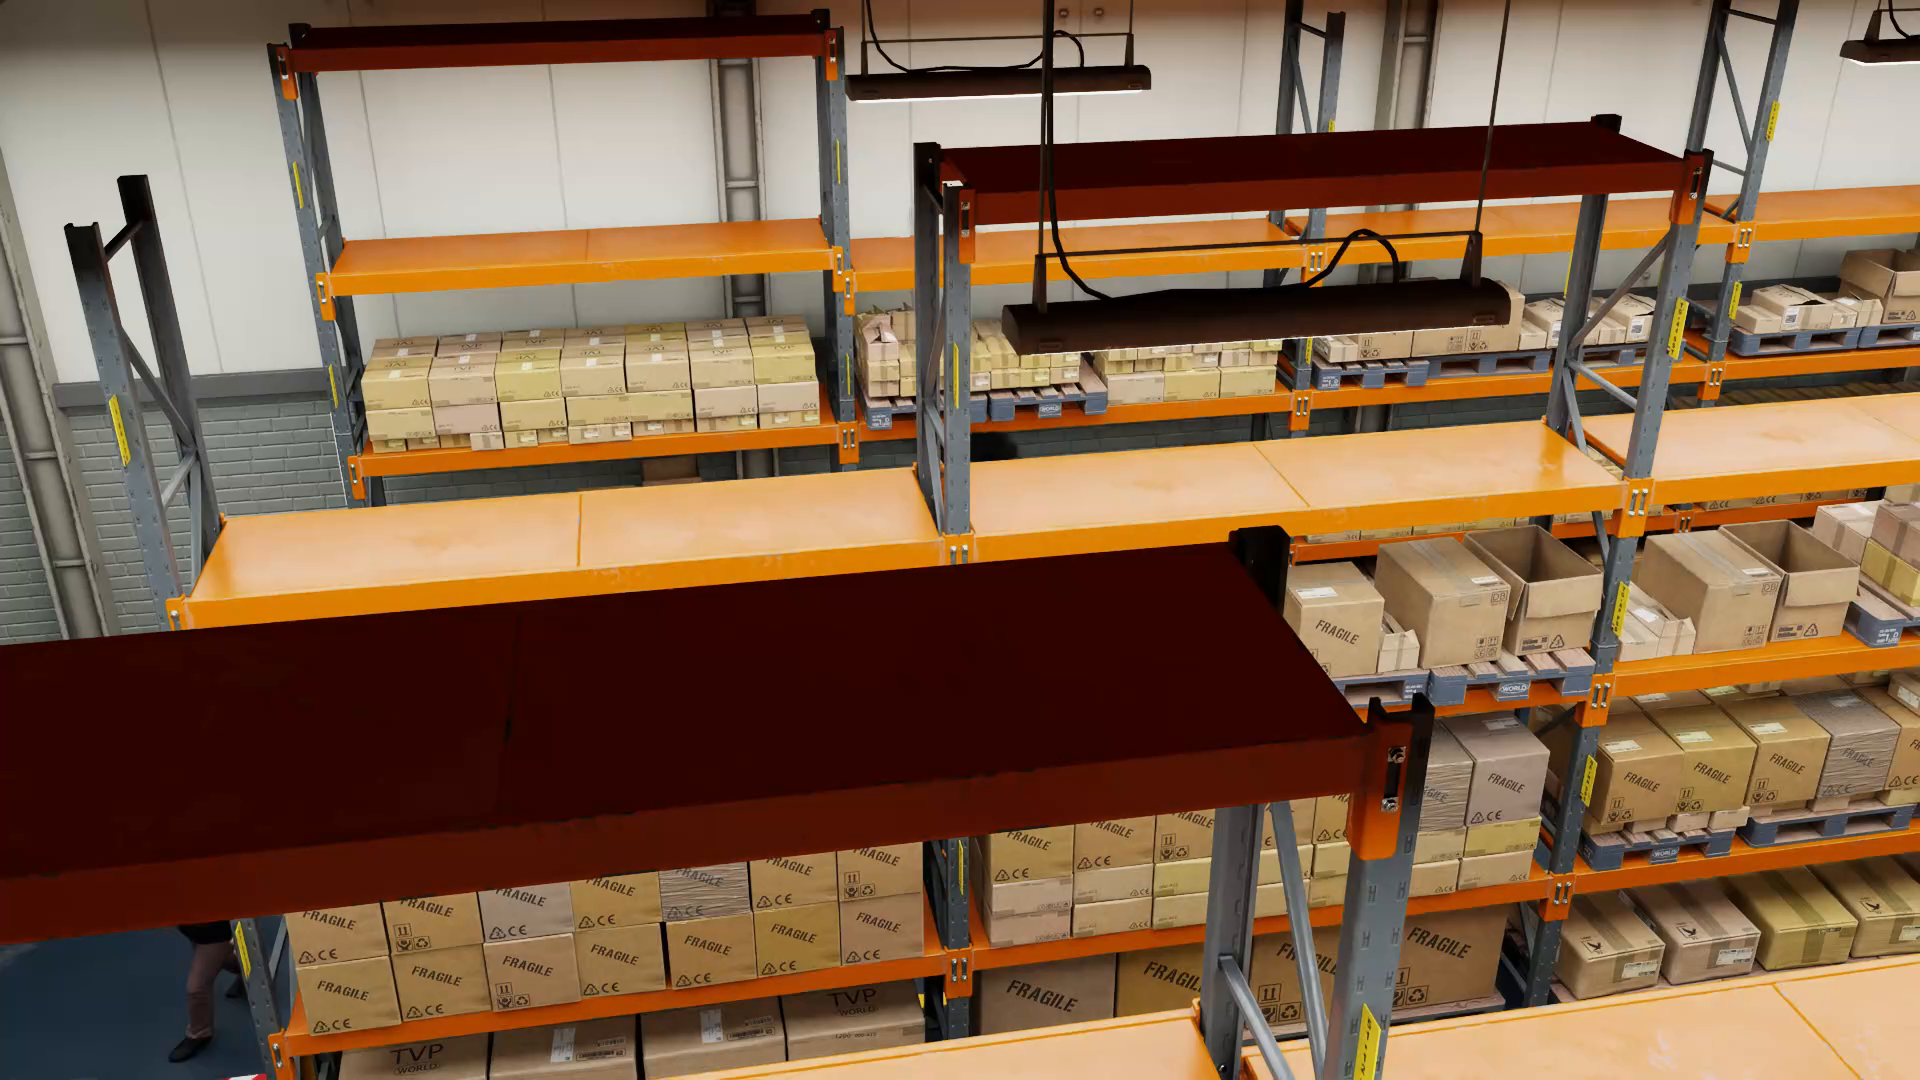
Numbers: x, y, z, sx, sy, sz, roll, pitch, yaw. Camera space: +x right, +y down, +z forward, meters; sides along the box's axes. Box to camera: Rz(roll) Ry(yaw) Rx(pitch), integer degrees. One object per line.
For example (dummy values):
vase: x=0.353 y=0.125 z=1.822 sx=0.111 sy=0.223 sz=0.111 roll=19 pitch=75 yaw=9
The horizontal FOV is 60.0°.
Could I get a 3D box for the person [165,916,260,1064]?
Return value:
person: x=-4.918 y=2.587 z=10.964 sx=0.717 sy=1.731 sz=0.849 roll=15 pitch=29 yaw=28
